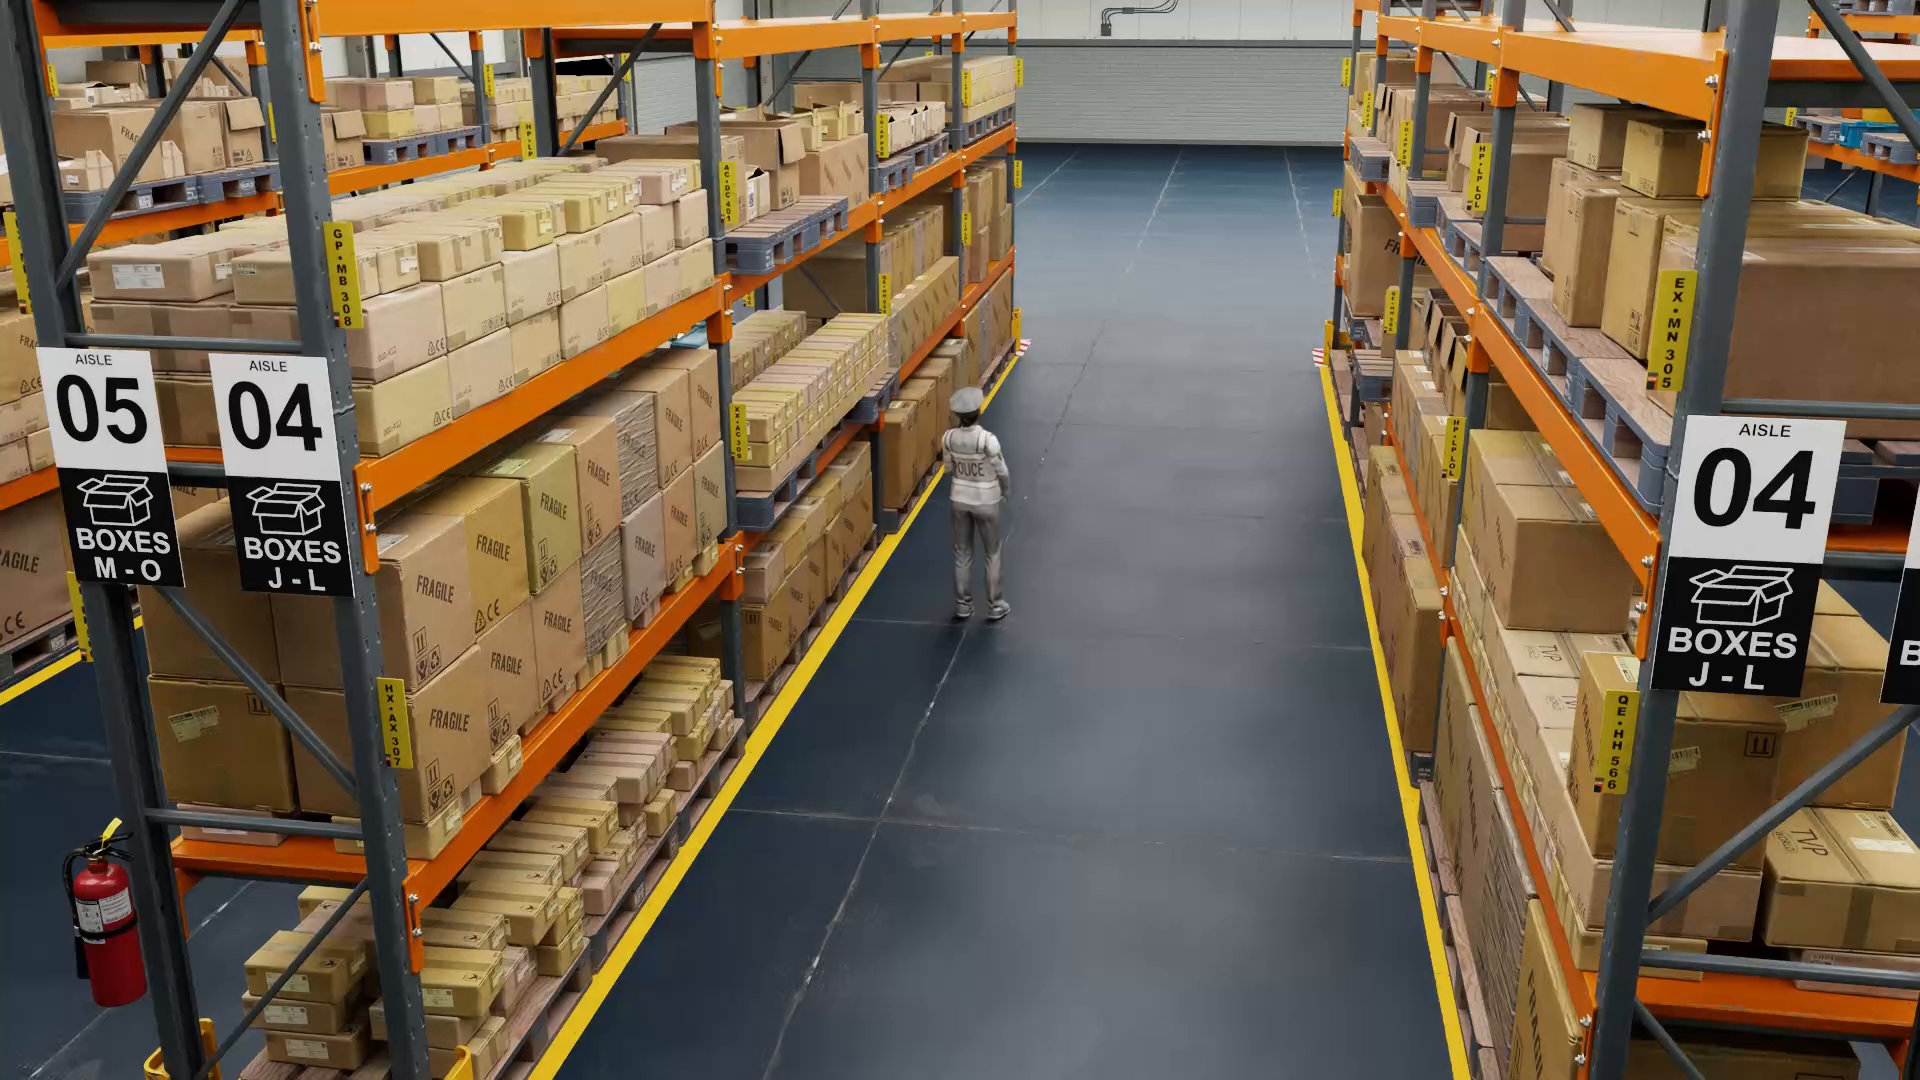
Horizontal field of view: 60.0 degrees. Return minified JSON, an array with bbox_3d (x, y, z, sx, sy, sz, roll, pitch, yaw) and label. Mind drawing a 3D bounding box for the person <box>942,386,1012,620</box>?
[{"bbox_3d":[0.123,-0.272,11.830,0.471,1.700,0.543,8,20,24],"label":"person"}]
